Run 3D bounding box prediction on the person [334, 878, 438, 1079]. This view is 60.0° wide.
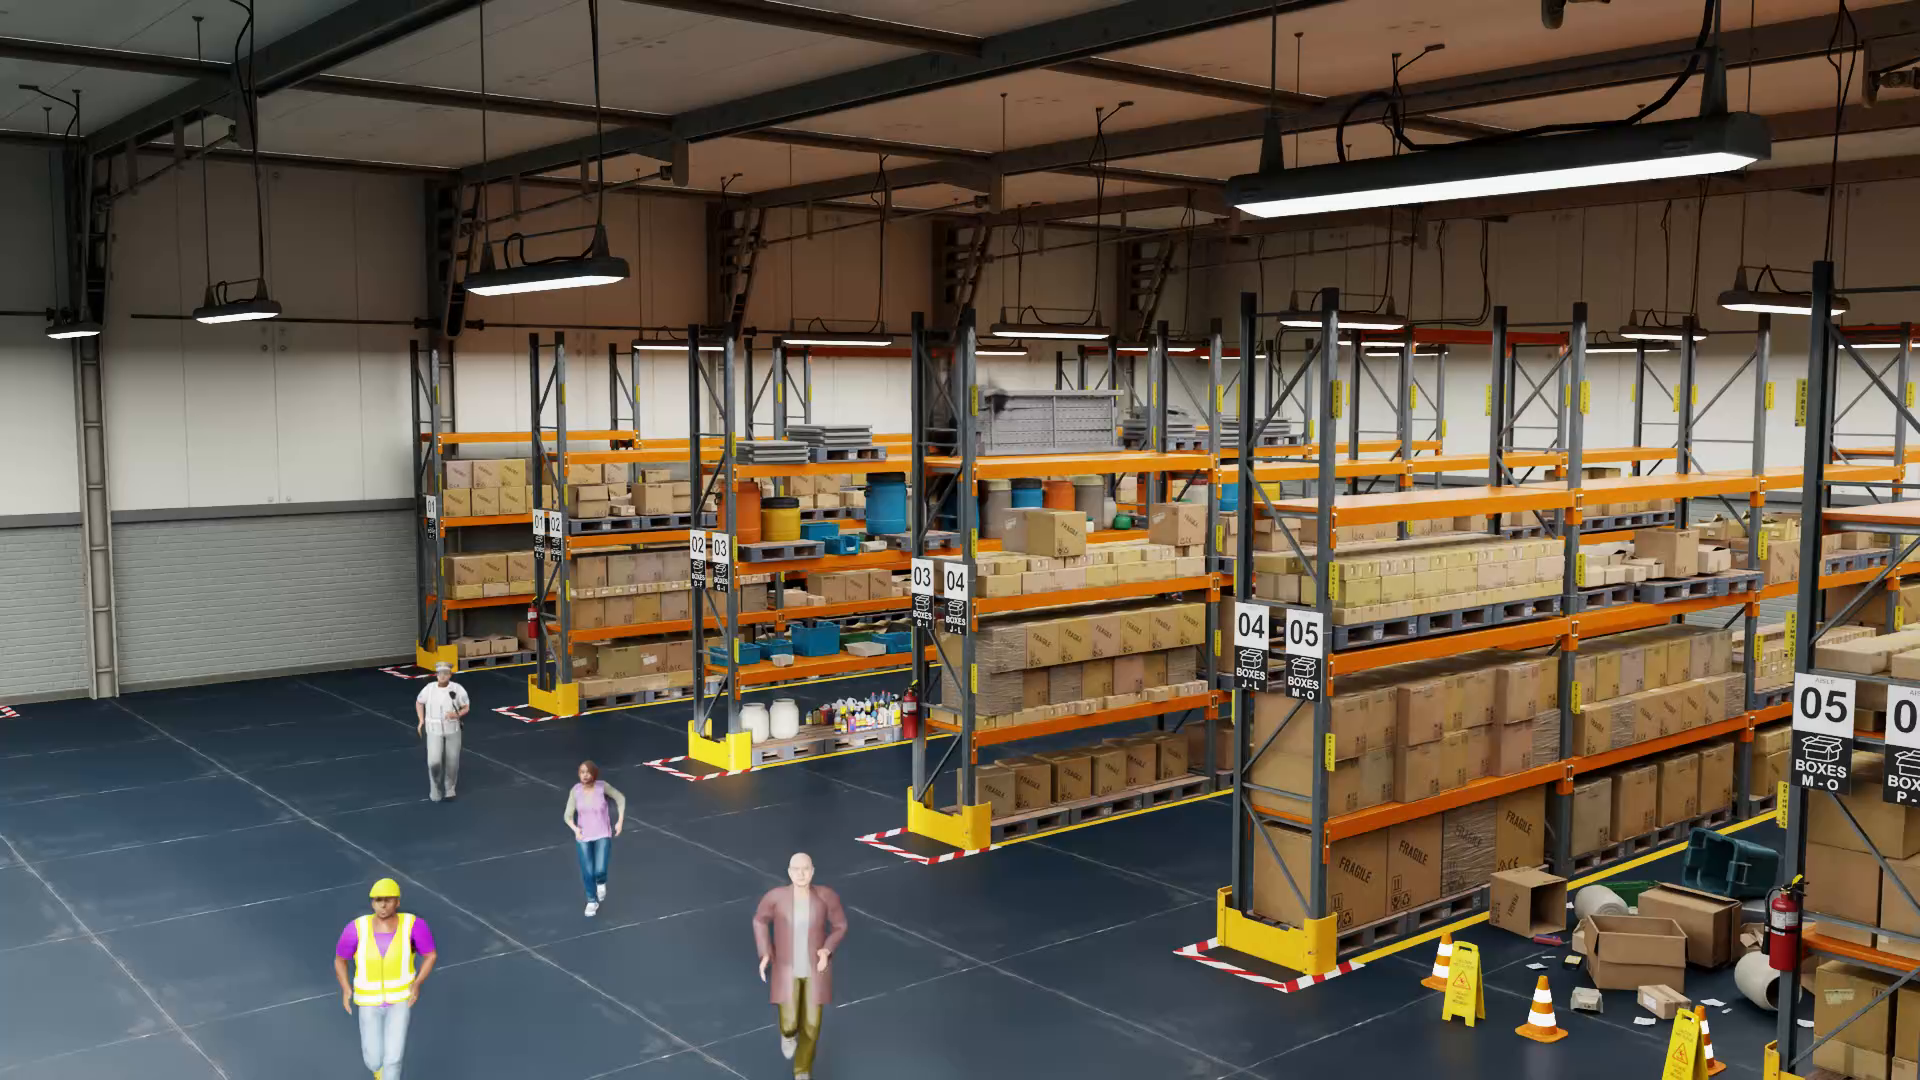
[{"bbox_3d":[-4.059,3.231,11.780,0.697,1.726,0.677,-1,5,-15],"label":"person"}]

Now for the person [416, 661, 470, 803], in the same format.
[{"bbox_3d":[-6.405,2.381,20.618,0.647,1.772,0.677,-2,6,-16],"label":"person"}]

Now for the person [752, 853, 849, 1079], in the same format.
[{"bbox_3d":[-1.176,3.170,12.312,0.710,1.733,0.637,-1,5,-7],"label":"person"}]

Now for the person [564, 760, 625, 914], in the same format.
[{"bbox_3d":[-3.549,2.904,16.132,0.567,1.554,0.630,0,5,-4],"label":"person"}]
